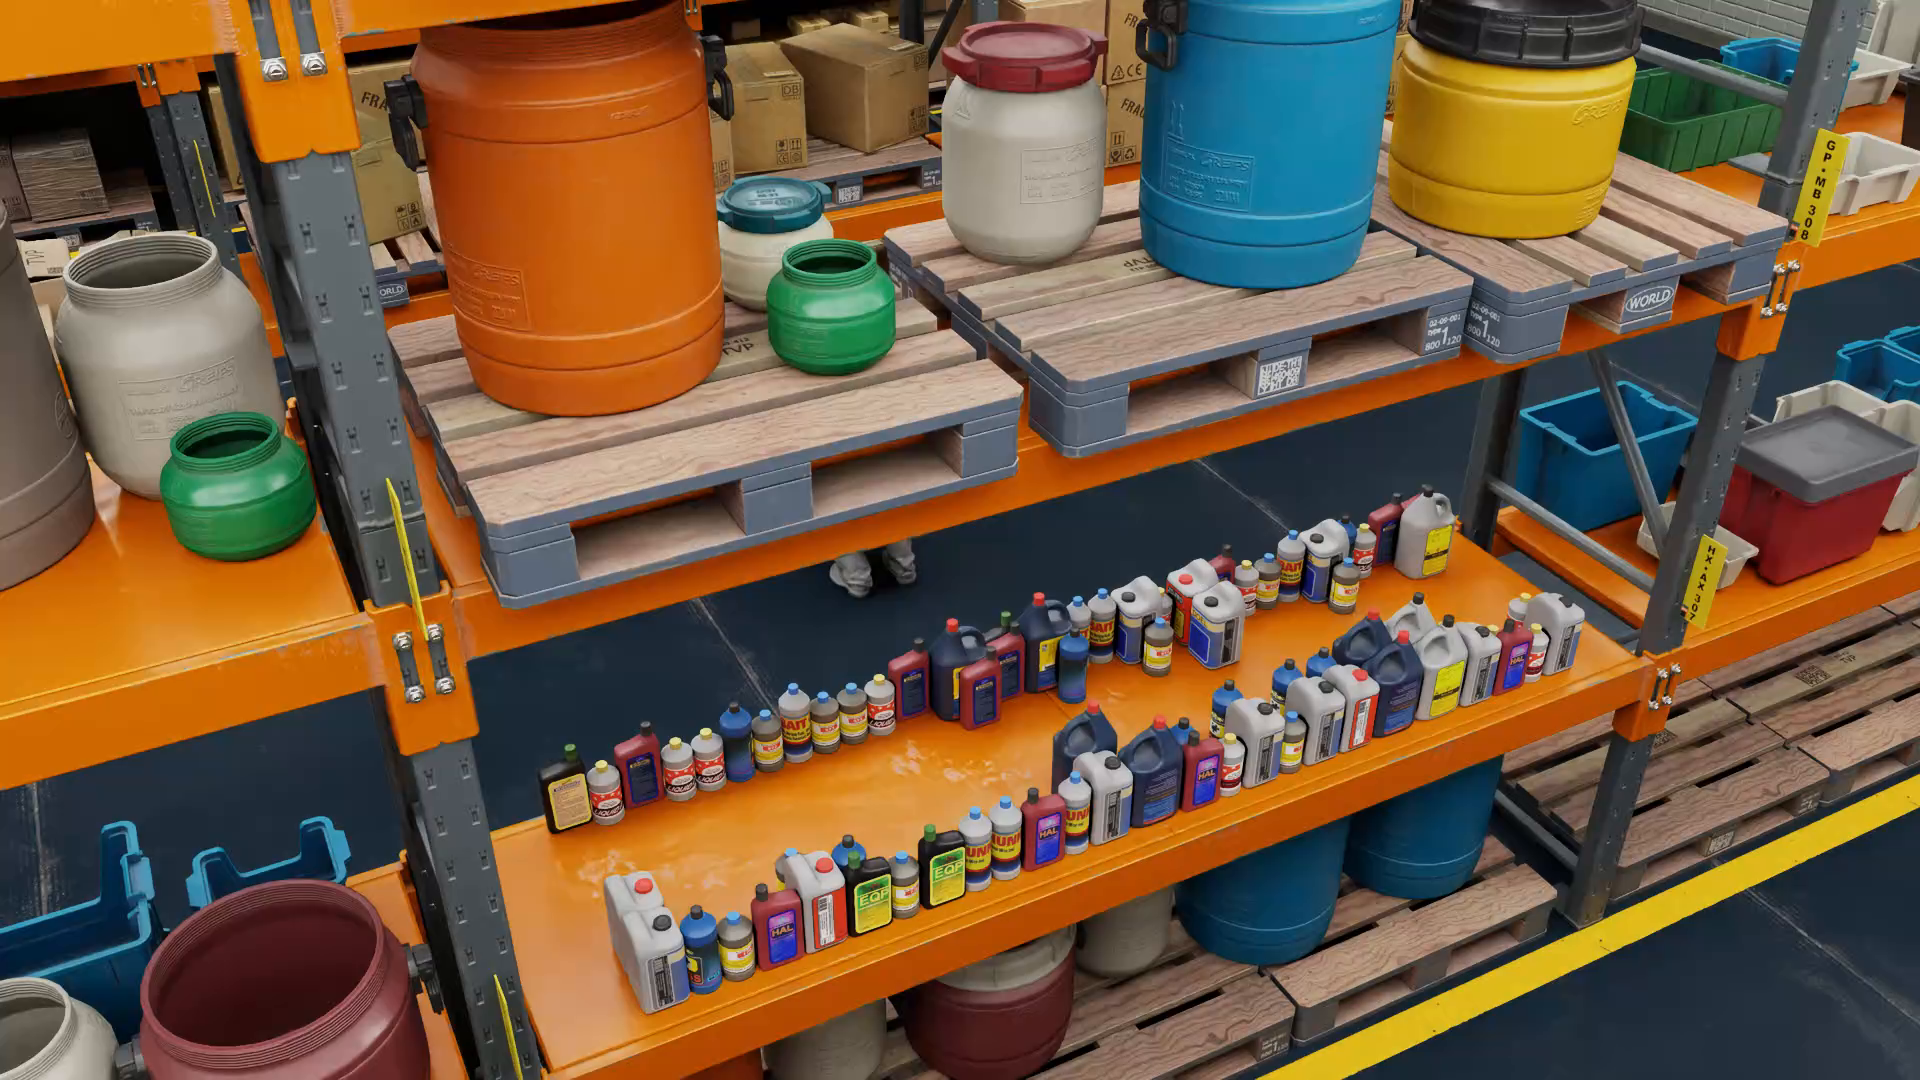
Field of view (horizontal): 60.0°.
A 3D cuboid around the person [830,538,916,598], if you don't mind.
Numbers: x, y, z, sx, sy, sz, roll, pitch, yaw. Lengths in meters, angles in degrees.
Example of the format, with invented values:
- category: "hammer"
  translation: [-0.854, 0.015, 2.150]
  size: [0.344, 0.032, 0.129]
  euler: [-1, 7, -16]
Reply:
- category: "person"
  translation: [-0.529, -0.270, 8.337]
  size: [0.519, 0.916, 1.001]
  euler: [-18, 37, -25]
